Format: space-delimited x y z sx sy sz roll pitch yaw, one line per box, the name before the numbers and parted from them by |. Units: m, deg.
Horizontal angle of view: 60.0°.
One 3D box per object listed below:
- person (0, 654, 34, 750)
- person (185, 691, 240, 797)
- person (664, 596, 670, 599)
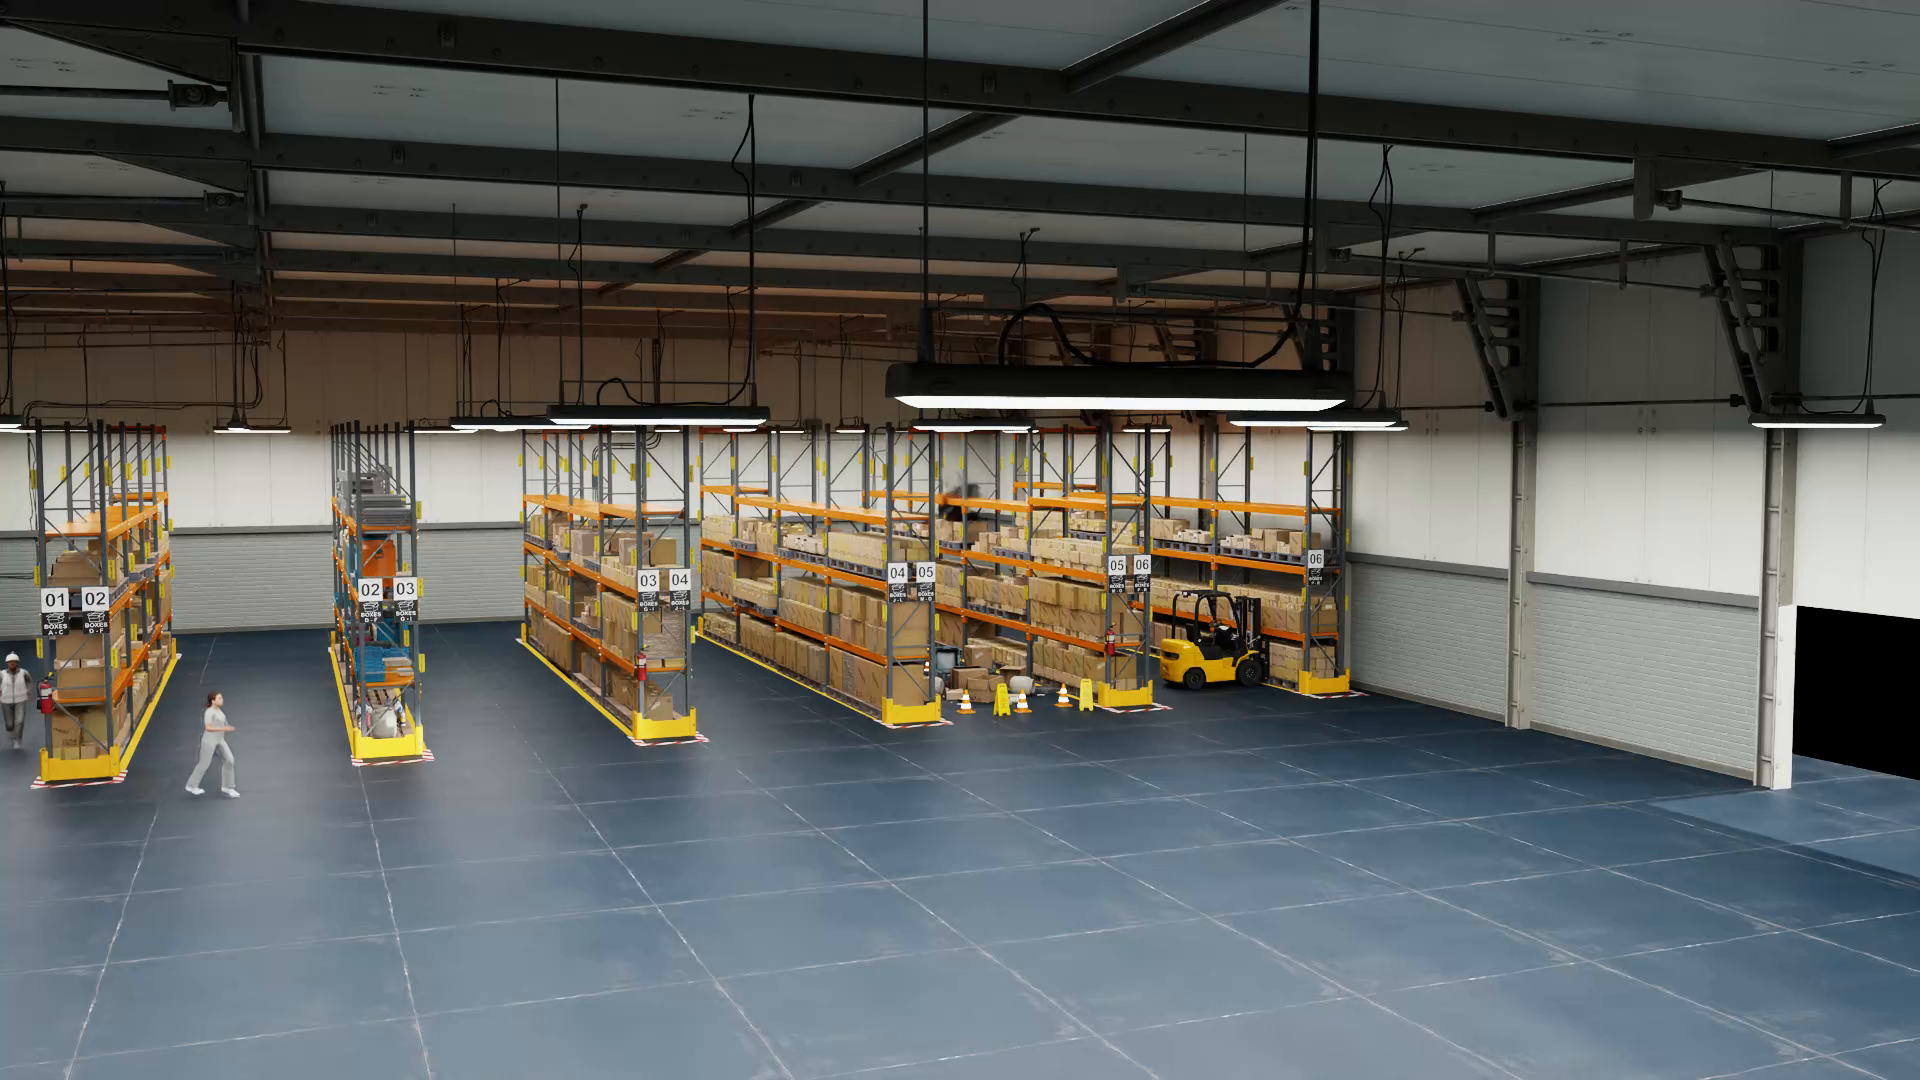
person | -17.374 2.947 30.550 0.652 1.743 0.813 -2 4 -30
person | -11.851 3.250 26.318 0.837 1.698 0.512 0 4 7
person | -7.901 2.000 45.621 0.652 1.802 0.642 -1 4 -22
